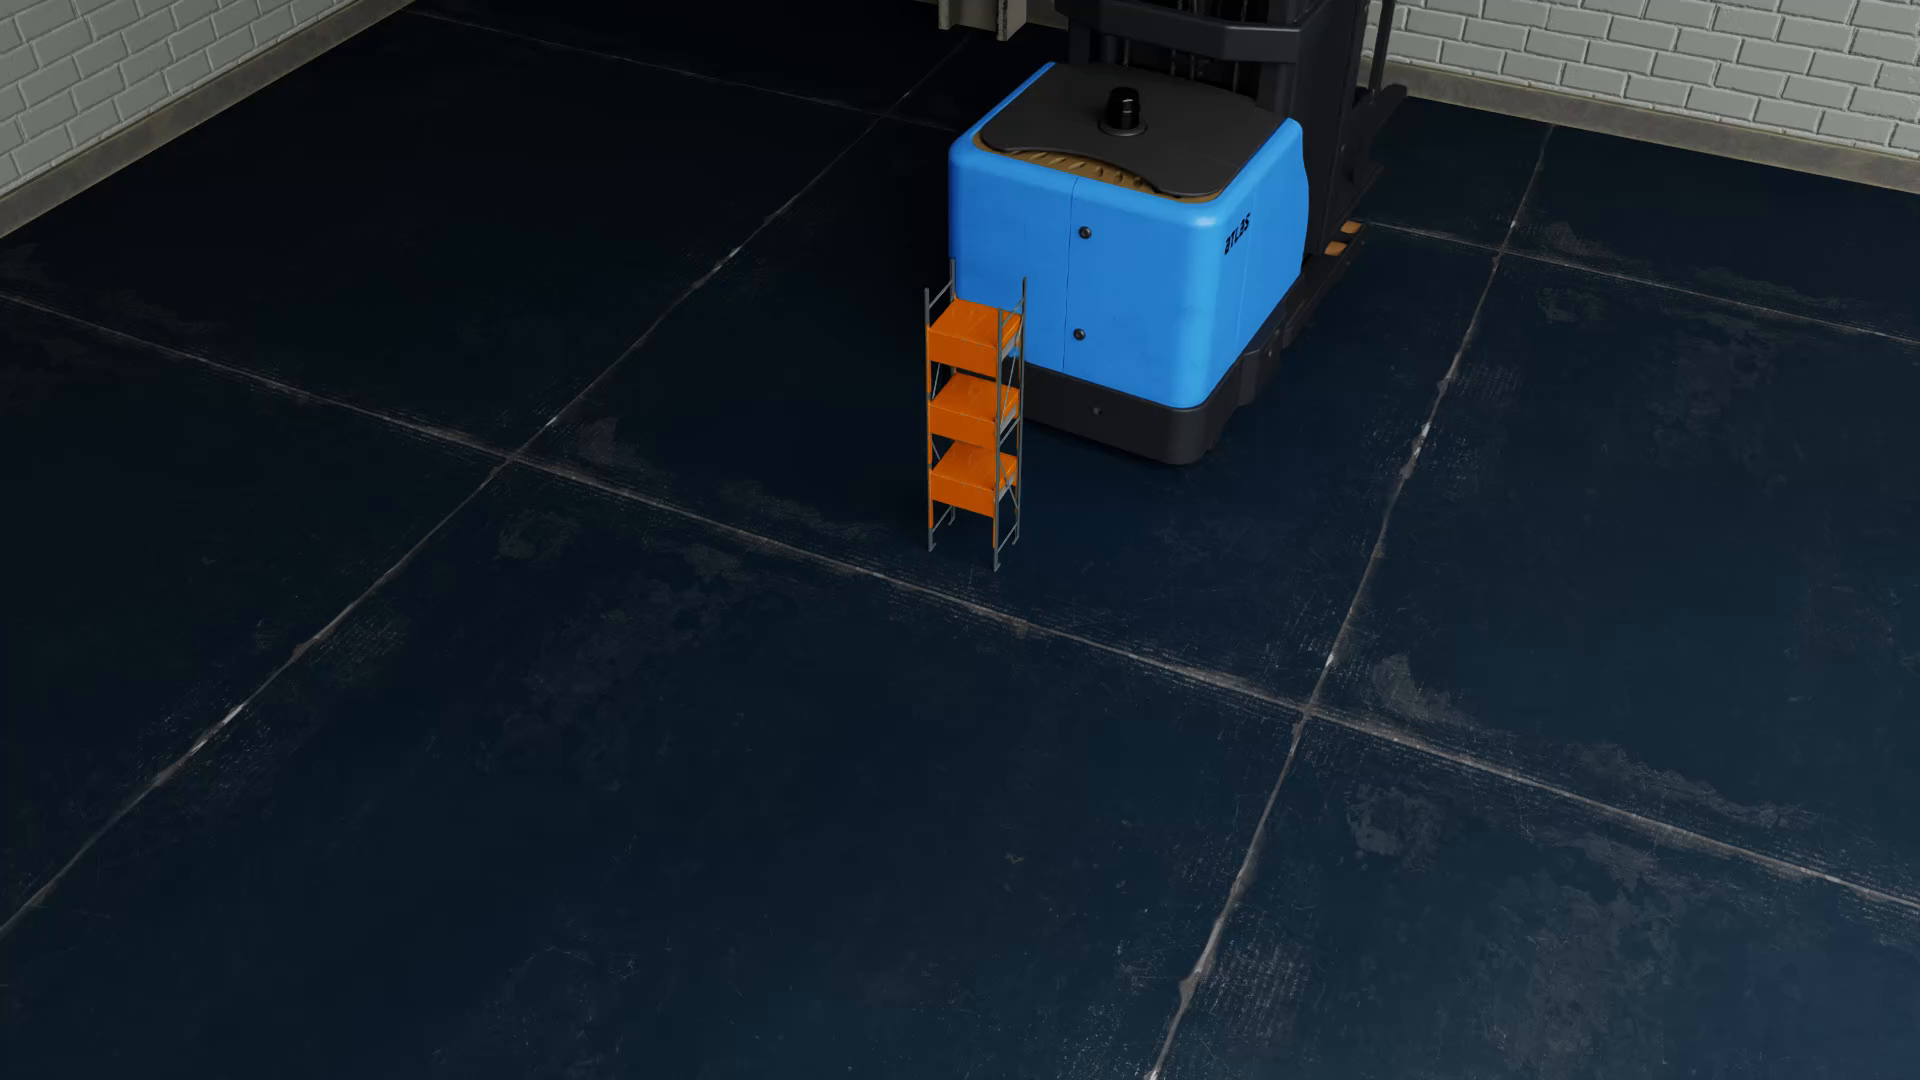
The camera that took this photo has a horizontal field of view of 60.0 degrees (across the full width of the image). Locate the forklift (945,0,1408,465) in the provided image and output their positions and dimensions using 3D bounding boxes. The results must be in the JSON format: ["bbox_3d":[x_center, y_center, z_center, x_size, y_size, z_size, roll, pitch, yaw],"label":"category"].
[{"bbox_3d":[1.096,-2.330,6.200,1.130,2.935,3.031,20,45,21],"label":"forklift"}]

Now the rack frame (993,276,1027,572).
[{"bbox_3d":[0.159,-0.348,5.350,0.008,1.050,0.200,17,44,19],"label":"rack frame"}]

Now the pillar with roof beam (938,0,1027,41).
[{"bbox_3d":[-1.694,-3.628,3.065,0.400,9.000,9.100,17,44,19],"label":"pillar with roof beam"}]

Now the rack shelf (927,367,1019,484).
[{"bbox_3d":[0.048,-0.374,5.396,0.240,0.259,0.215,17,44,19],"label":"rack shelf"}]

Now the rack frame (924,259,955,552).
[{"bbox_3d":[-0.062,-0.416,5.428,0.008,1.050,0.200,17,44,19],"label":"rack frame"}]

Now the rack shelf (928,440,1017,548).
[{"bbox_3d":[0.048,-0.164,5.578,0.240,0.259,0.215,17,44,19],"label":"rack shelf"}]

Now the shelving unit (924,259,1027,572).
[{"bbox_3d":[0.048,-0.382,5.389,0.252,1.050,0.215,17,44,19],"label":"shelving unit"}]

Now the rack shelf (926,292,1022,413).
[{"bbox_3d":[0.048,-0.588,5.210,0.240,0.259,0.215,17,44,19],"label":"rack shelf"}]
